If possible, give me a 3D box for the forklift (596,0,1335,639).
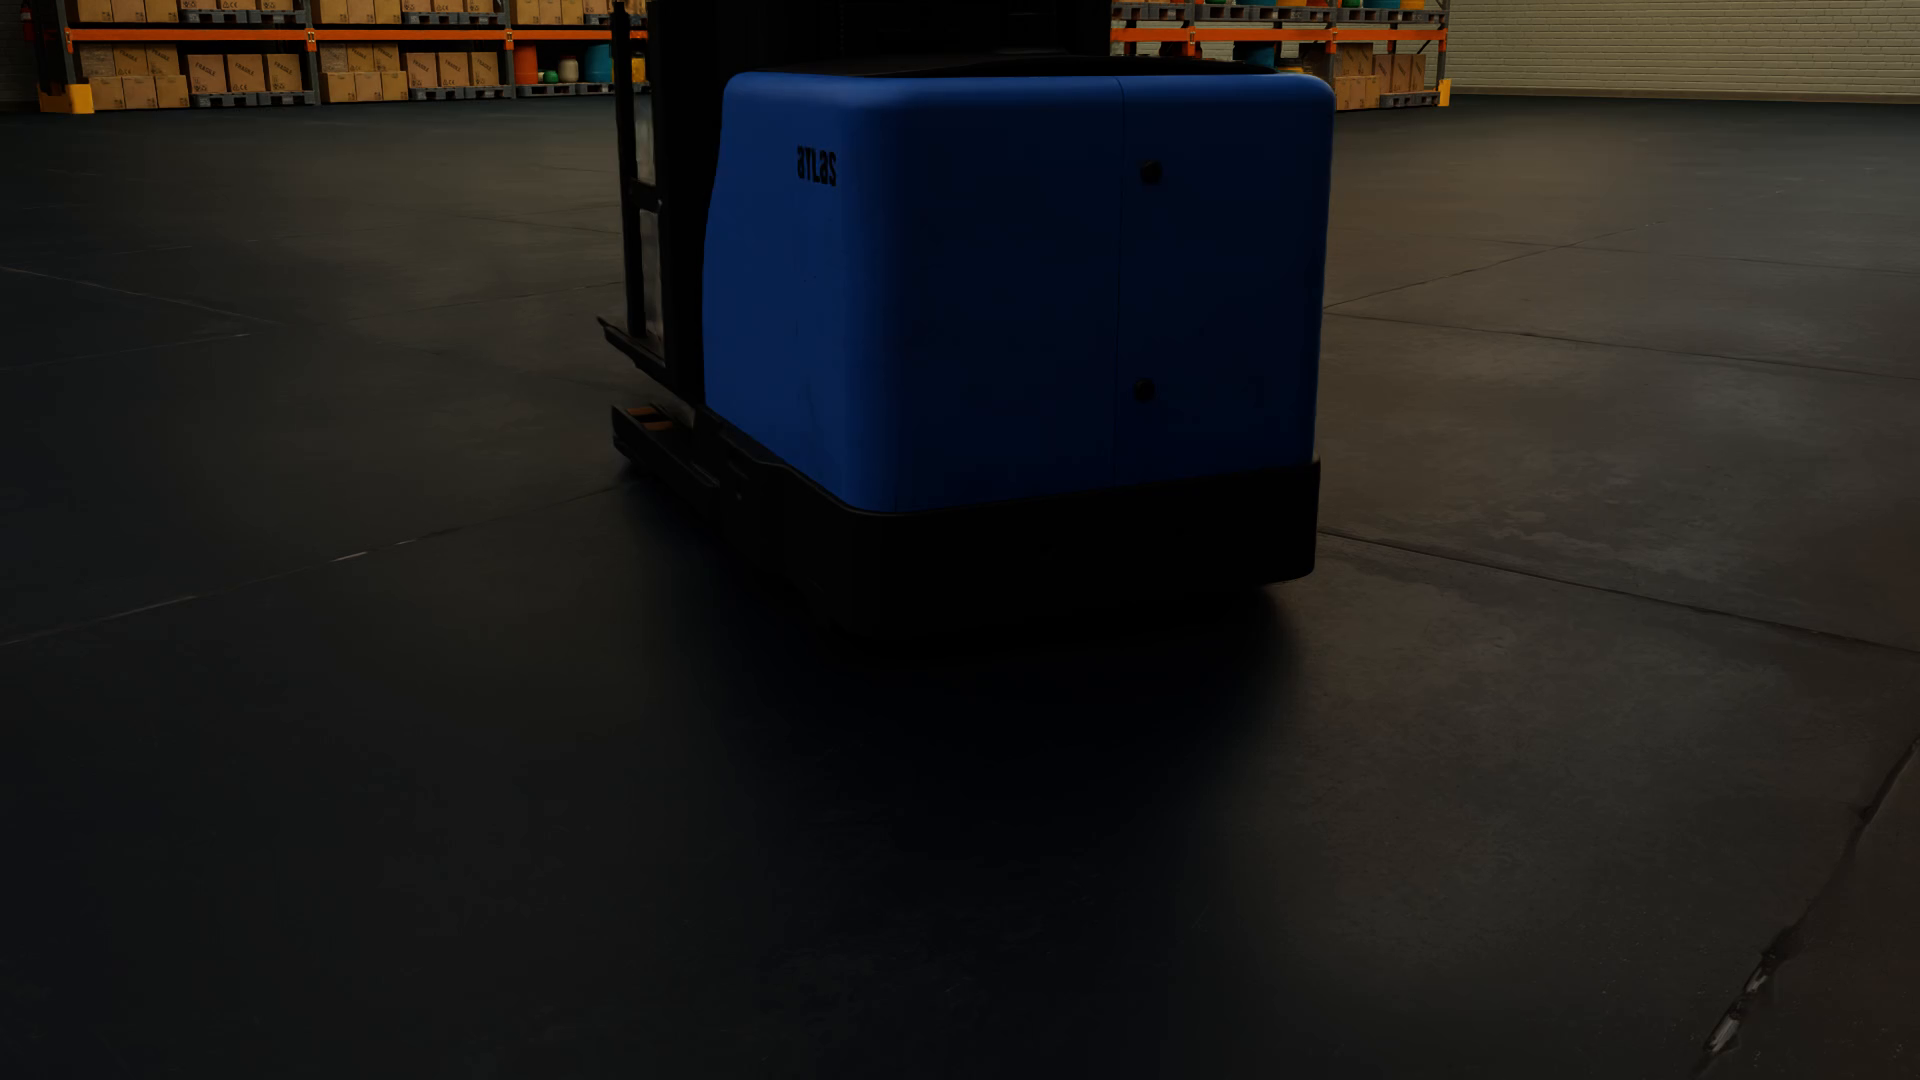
[{"bbox_3d":[-0.319,-1.603,4.176,1.130,2.935,3.031,-7,18,-23],"label":"forklift"}]
